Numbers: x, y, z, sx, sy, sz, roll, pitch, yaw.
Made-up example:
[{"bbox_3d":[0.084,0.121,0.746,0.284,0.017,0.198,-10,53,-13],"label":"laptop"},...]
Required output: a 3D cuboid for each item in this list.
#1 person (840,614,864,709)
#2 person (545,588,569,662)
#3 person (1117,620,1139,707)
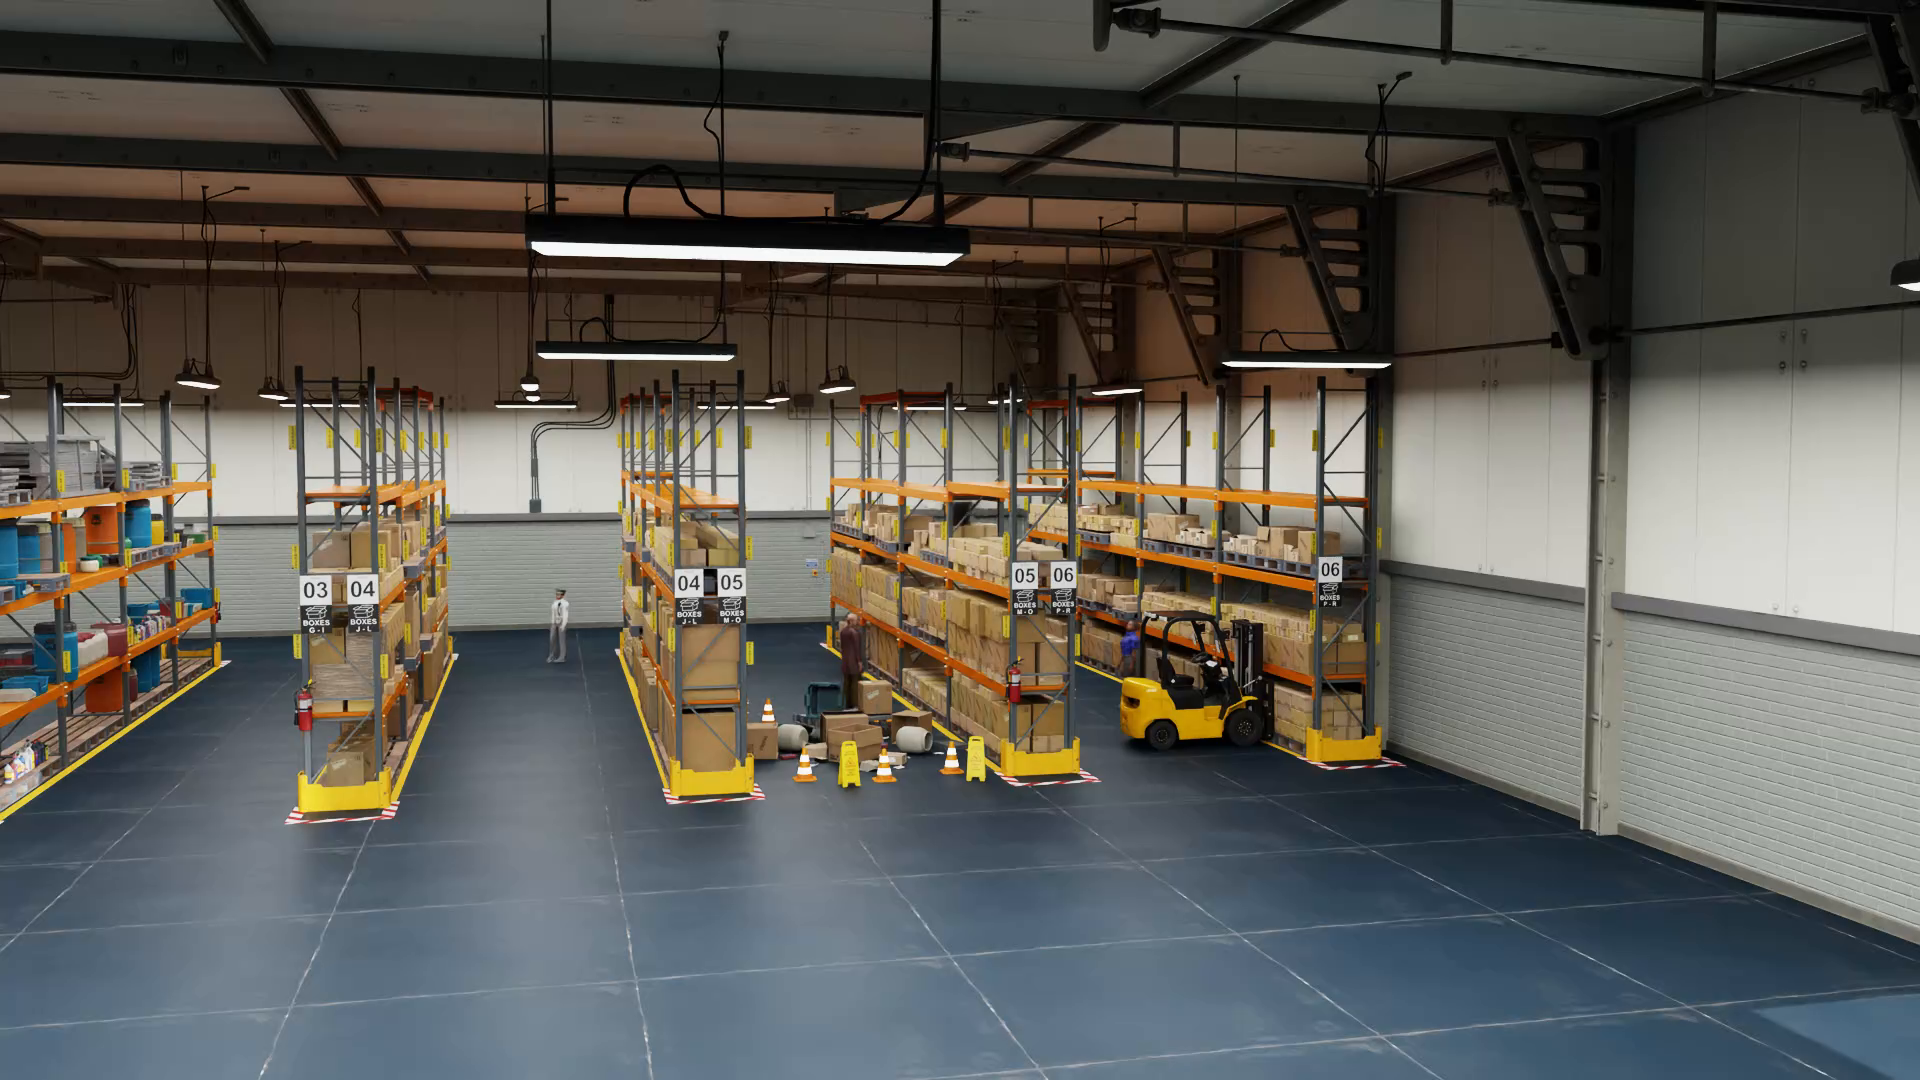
[{"bbox_3d":[-1.957,2.256,30.891,0.440,1.783,0.655,-2,4,-36],"label":"person"},{"bbox_3d":[-9.103,1.951,37.594,0.575,1.724,0.381,2,4,33],"label":"person"},{"bbox_3d":[3.150,2.328,31.168,0.410,1.648,0.515,0,3,6],"label":"person"}]
